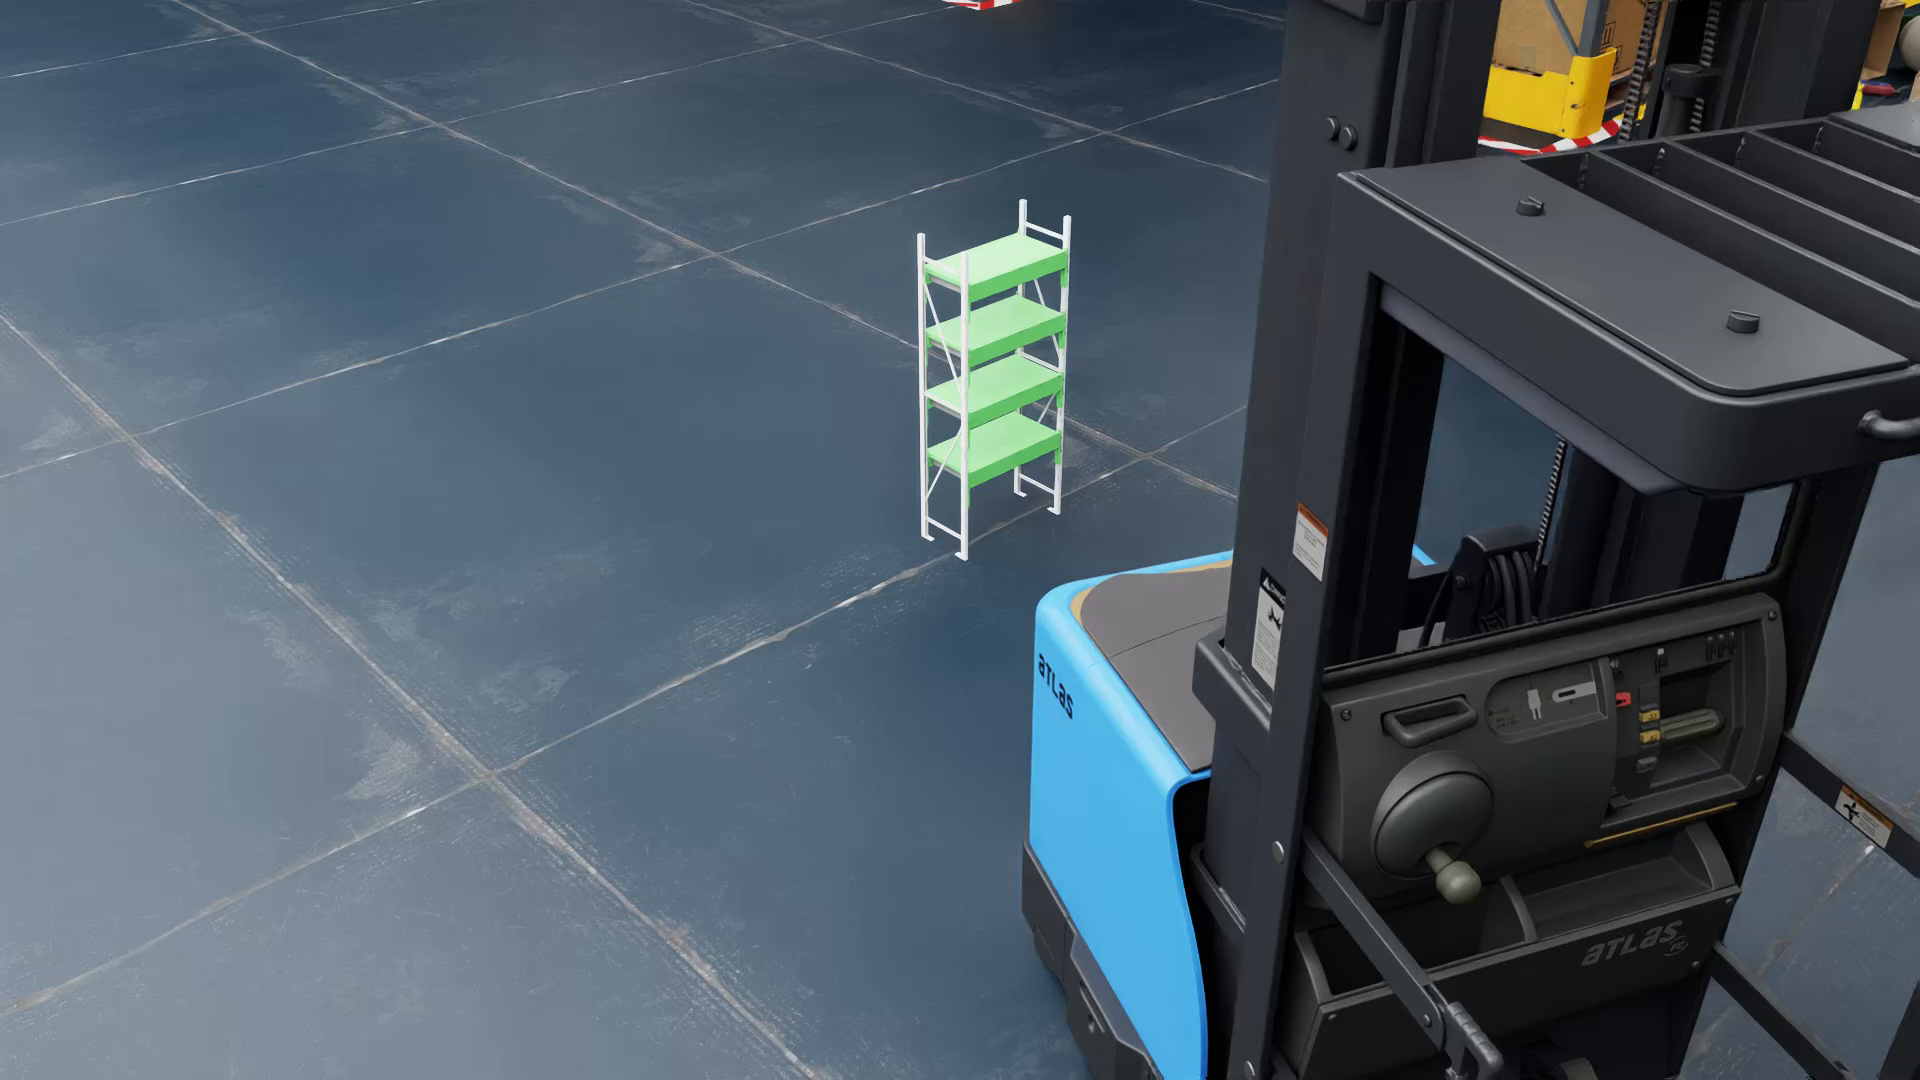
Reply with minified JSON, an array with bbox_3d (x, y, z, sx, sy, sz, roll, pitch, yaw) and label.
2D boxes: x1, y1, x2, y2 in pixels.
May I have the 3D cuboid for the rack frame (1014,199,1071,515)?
[{"bbox_3d":[0.300,-0.657,6.175,0.015,1.200,0.240,-26,40,-35],"label":"rack frame"}]

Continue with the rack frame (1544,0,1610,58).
[{"bbox_3d":[3.559,-4.044,9.989,0.127,3.000,1.000,-26,40,-35],"label":"rack frame"}]

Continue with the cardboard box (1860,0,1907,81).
[{"bbox_3d":[6.052,-3.455,11.418,0.500,0.500,0.500,-19,36,-28],"label":"cardboard box"}]

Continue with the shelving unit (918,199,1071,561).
[{"bbox_3d":[0.121,-0.571,6.033,0.503,1.200,0.258,-26,40,-35],"label":"shelving unit"}]

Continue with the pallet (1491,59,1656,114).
[{"bbox_3d":[4.092,-3.168,11.229,1.213,0.211,1.003,-26,40,-35],"label":"pallet"}]

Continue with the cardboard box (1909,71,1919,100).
[{"bbox_3d":[6.484,-2.983,10.873,0.258,0.266,0.396,-19,36,-28],"label":"cardboard box"}]

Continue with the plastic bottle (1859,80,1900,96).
[{"bbox_3d":[6.140,-3.027,11.141,0.283,0.061,0.133,15,34,23],"label":"plastic bottle"}]

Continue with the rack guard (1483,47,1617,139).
[{"bbox_3d":[3.542,-2.969,10.627,0.348,0.500,1.175,-26,40,-35],"label":"rack guard"}]

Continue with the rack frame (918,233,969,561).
[{"bbox_3d":[-0.058,-0.484,5.891,0.015,1.200,0.240,-26,40,-35],"label":"rack frame"}]

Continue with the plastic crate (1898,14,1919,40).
[{"bbox_3d":[7.256,-3.725,12.107,0.662,0.188,0.450,-7,22,-11],"label":"plastic crate"}]

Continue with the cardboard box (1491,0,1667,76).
[{"bbox_3d":[4.011,-3.583,10.868,0.875,0.875,0.875,-26,40,-35],"label":"cardboard box"}]

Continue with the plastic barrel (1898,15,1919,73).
[{"bbox_3d":[6.703,-3.375,11.363,0.421,0.421,0.512,-1,31,-2],"label":"plastic barrel"}]

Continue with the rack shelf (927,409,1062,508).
[{"bbox_3d":[0.121,-0.311,6.192,0.480,0.148,0.258,-26,40,-35],"label":"rack shelf"}]

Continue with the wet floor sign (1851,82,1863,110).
[{"bbox_3d":[4.884,-2.272,9.348,0.267,0.644,0.232,22,37,31],"label":"wet floor sign"}]

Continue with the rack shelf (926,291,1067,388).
[{"bbox_3d":[0.121,-0.721,5.941,0.480,0.148,0.258,-26,40,-35],"label":"rack shelf"}]

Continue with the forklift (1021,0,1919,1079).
[{"bbox_3d":[1.137,0.420,2.754,1.130,2.935,3.031,-11,33,-17],"label":"forklift"}]

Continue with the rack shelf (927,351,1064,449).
[{"bbox_3d":[0.121,-0.516,6.066,0.480,0.148,0.258,-26,40,-35],"label":"rack shelf"}]

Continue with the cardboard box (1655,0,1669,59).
[{"bbox_3d":[4.655,-3.896,11.380,0.875,0.875,0.875,-27,40,-36],"label":"cardboard box"}]

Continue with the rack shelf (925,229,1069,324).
[{"bbox_3d":[0.121,-0.926,5.816,0.480,0.148,0.258,-26,40,-35],"label":"rack shelf"}]
